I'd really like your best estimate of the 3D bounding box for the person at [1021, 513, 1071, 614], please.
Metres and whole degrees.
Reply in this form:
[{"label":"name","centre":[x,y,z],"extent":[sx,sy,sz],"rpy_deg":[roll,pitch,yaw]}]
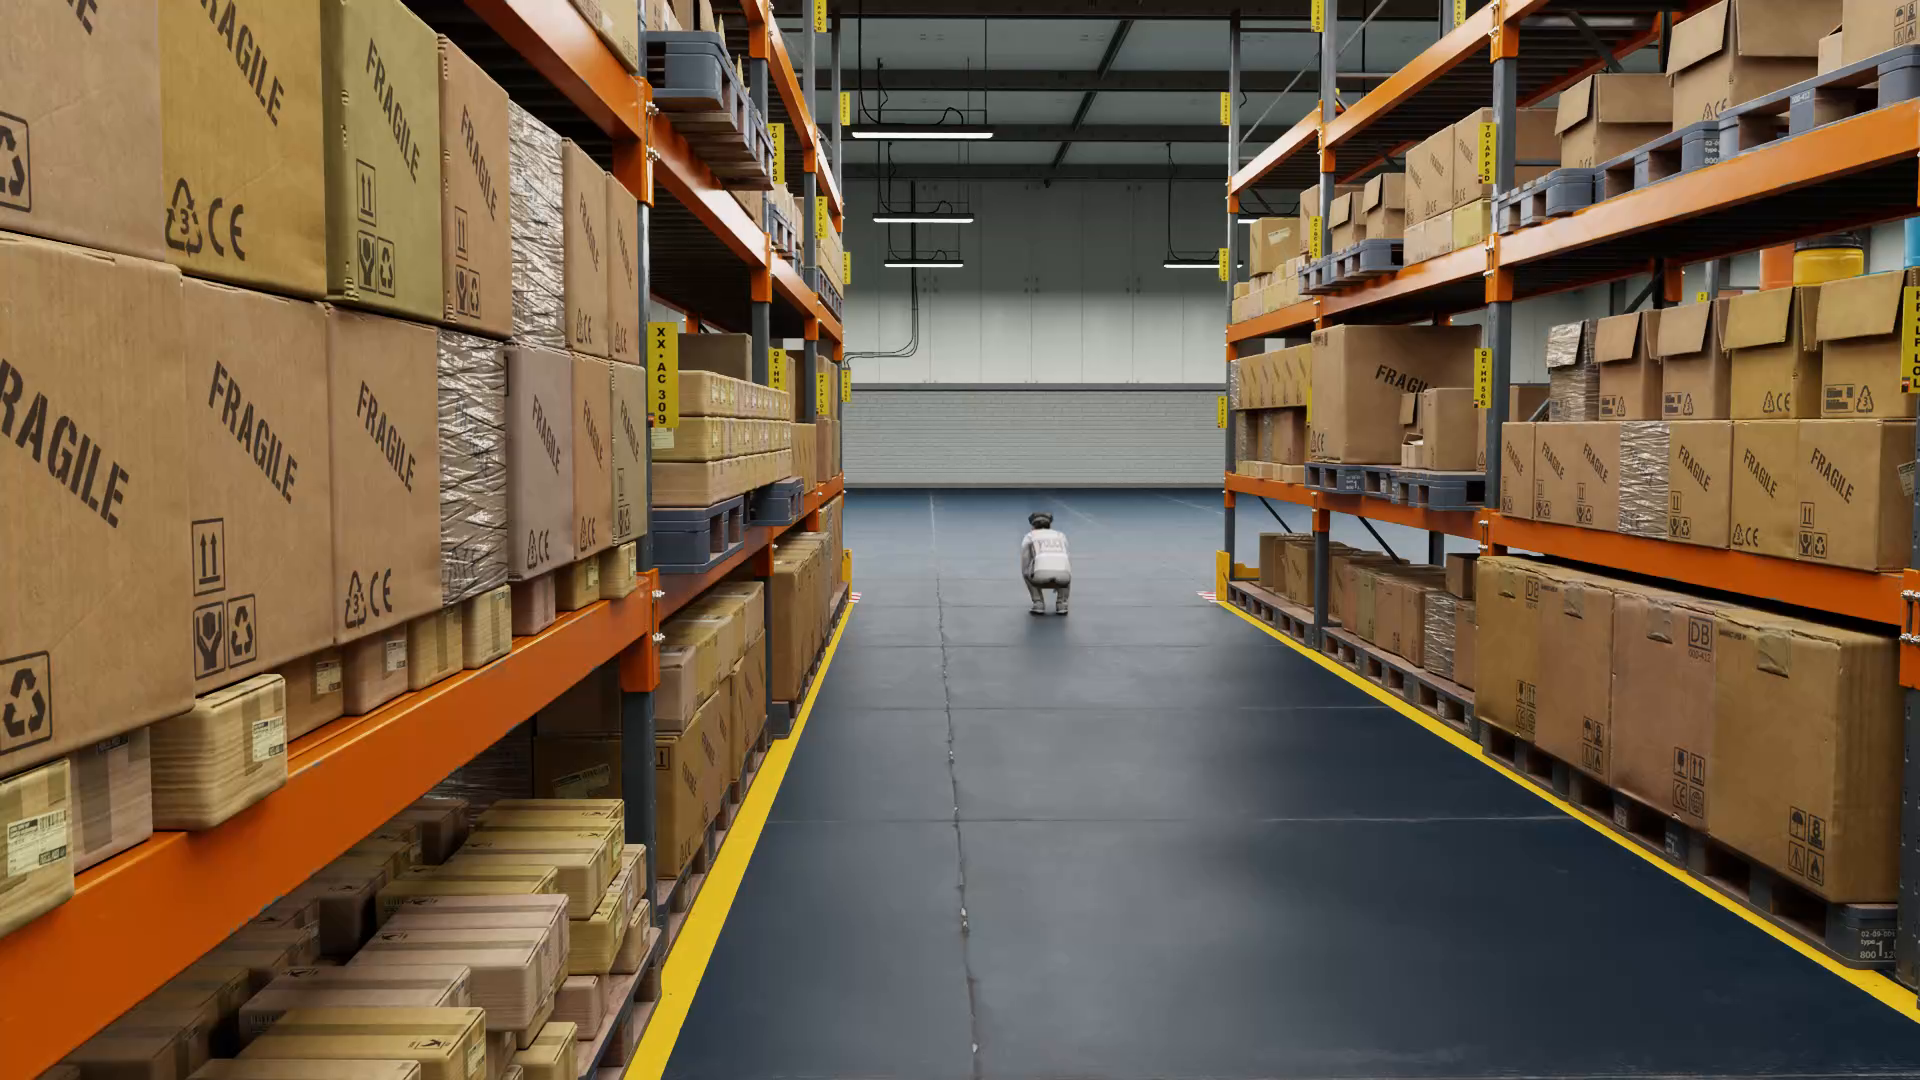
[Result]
[{"label":"person","centre":[0.844,0.222,16.034],"extent":[0.491,0.959,0.832],"rpy_deg":[0,4,-1]}]
